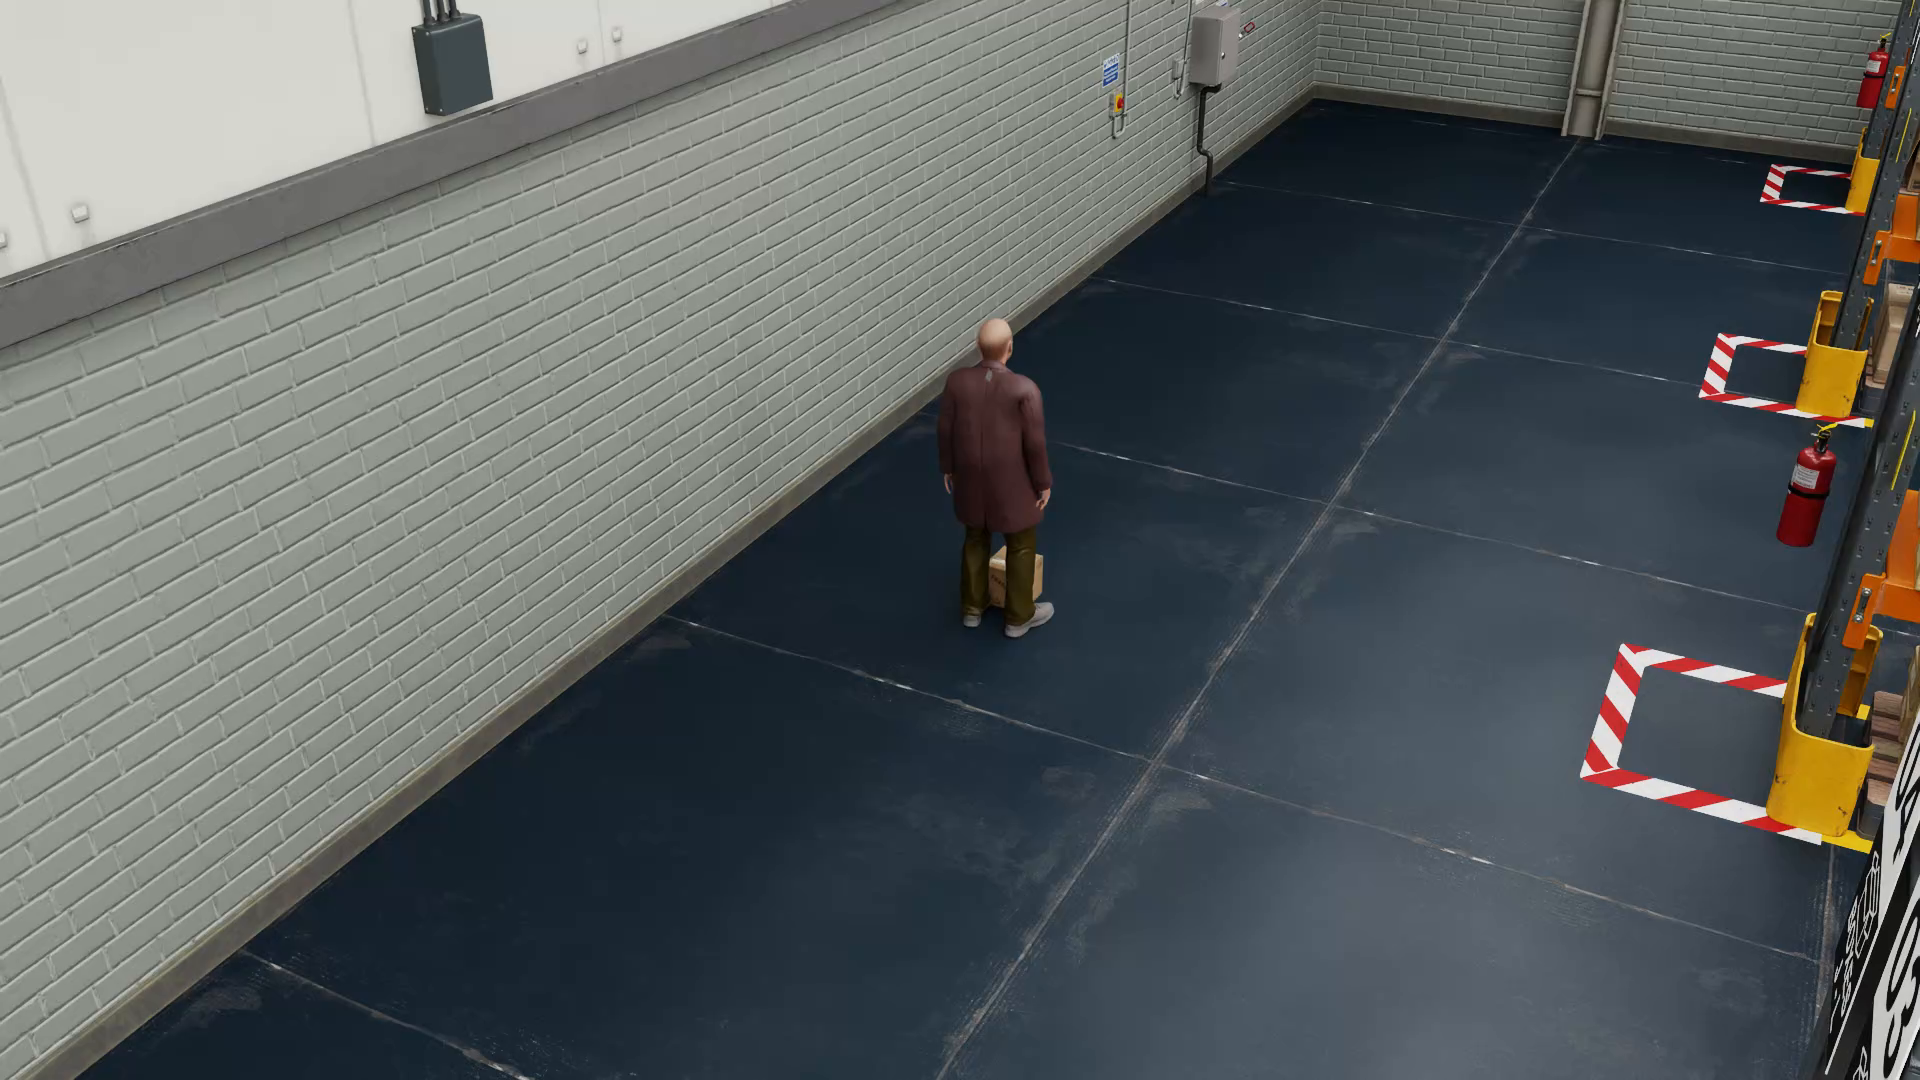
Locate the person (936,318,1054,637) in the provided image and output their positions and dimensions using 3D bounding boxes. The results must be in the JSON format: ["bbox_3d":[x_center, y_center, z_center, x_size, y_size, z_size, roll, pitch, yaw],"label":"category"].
[{"bbox_3d":[0.187,-0.330,8.894,0.645,1.772,0.429,12,32,21],"label":"person"}]
